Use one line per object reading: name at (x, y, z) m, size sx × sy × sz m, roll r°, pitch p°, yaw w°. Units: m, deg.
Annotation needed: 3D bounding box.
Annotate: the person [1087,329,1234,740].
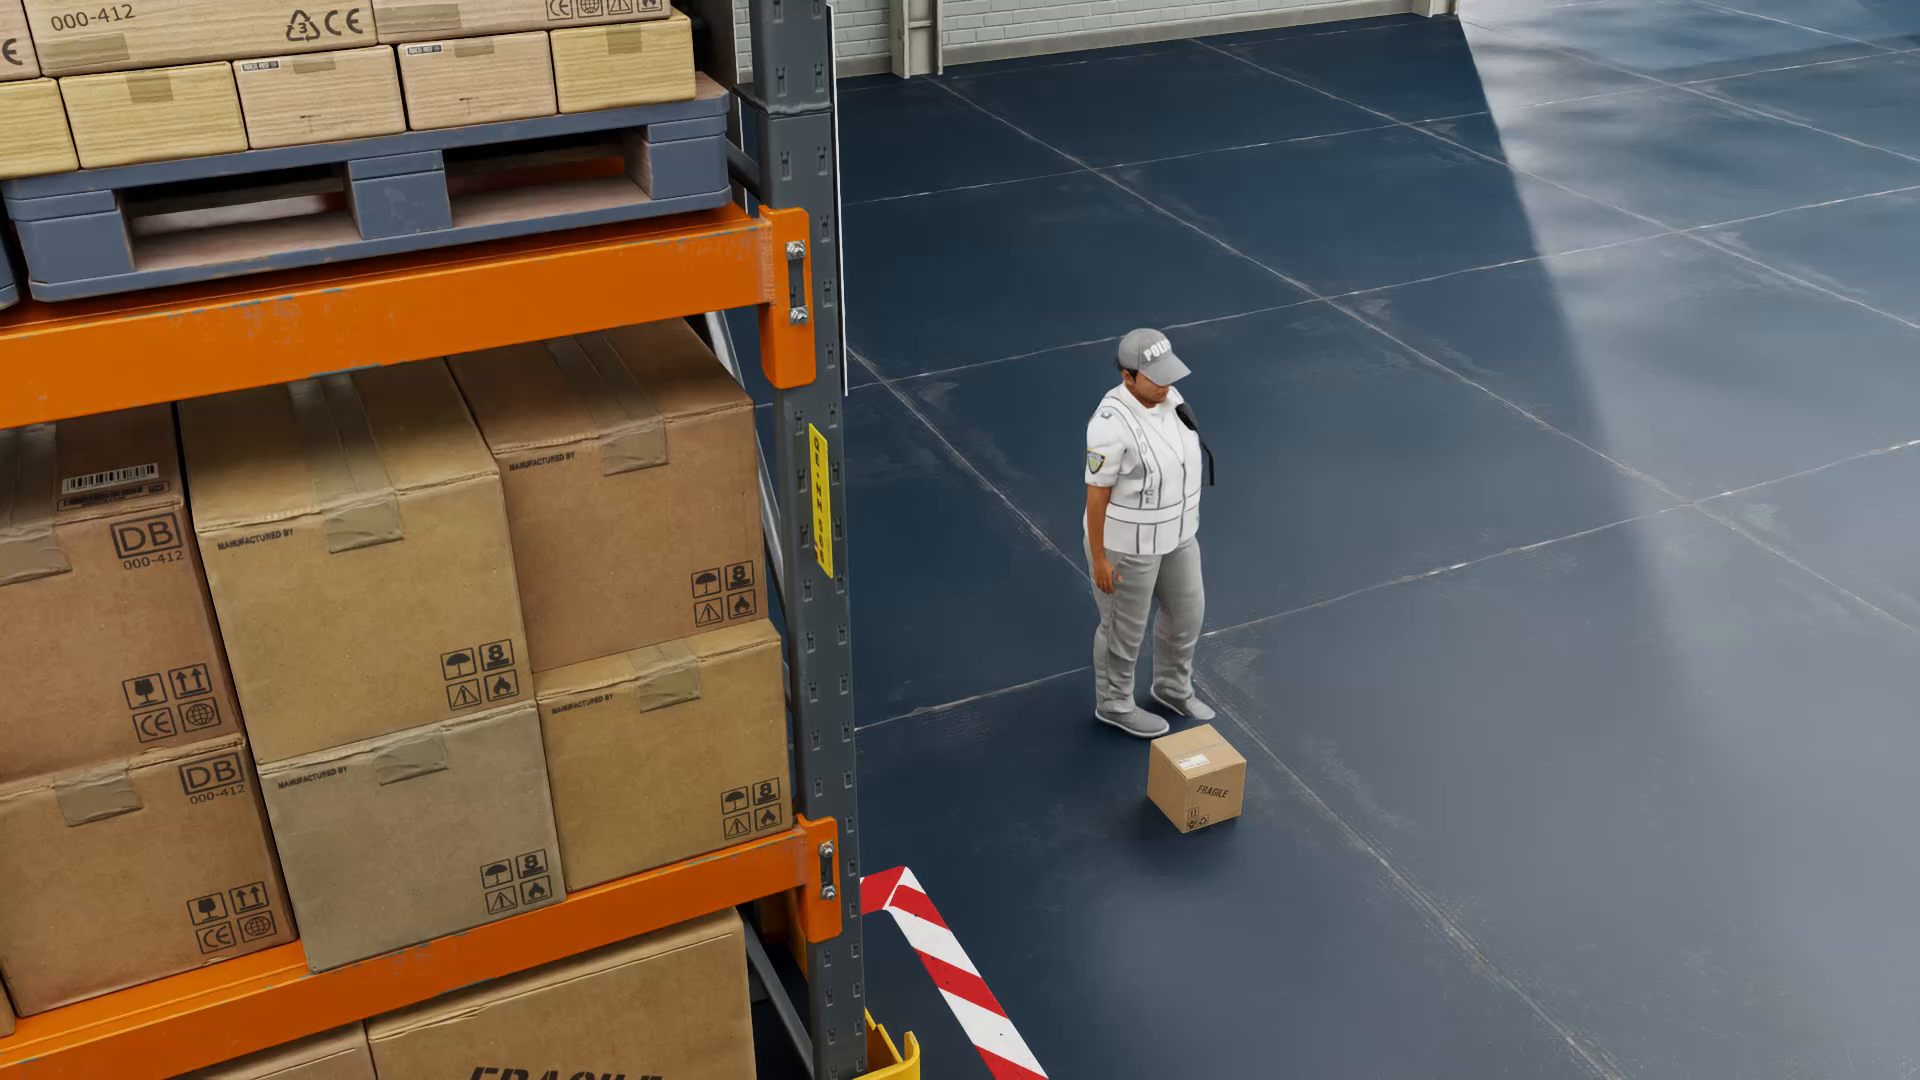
person at (0.741, 0.020, 6.114) m, size 0.558 × 1.701 × 0.476 m, roll -26°, pitch 39°, yaw -38°
